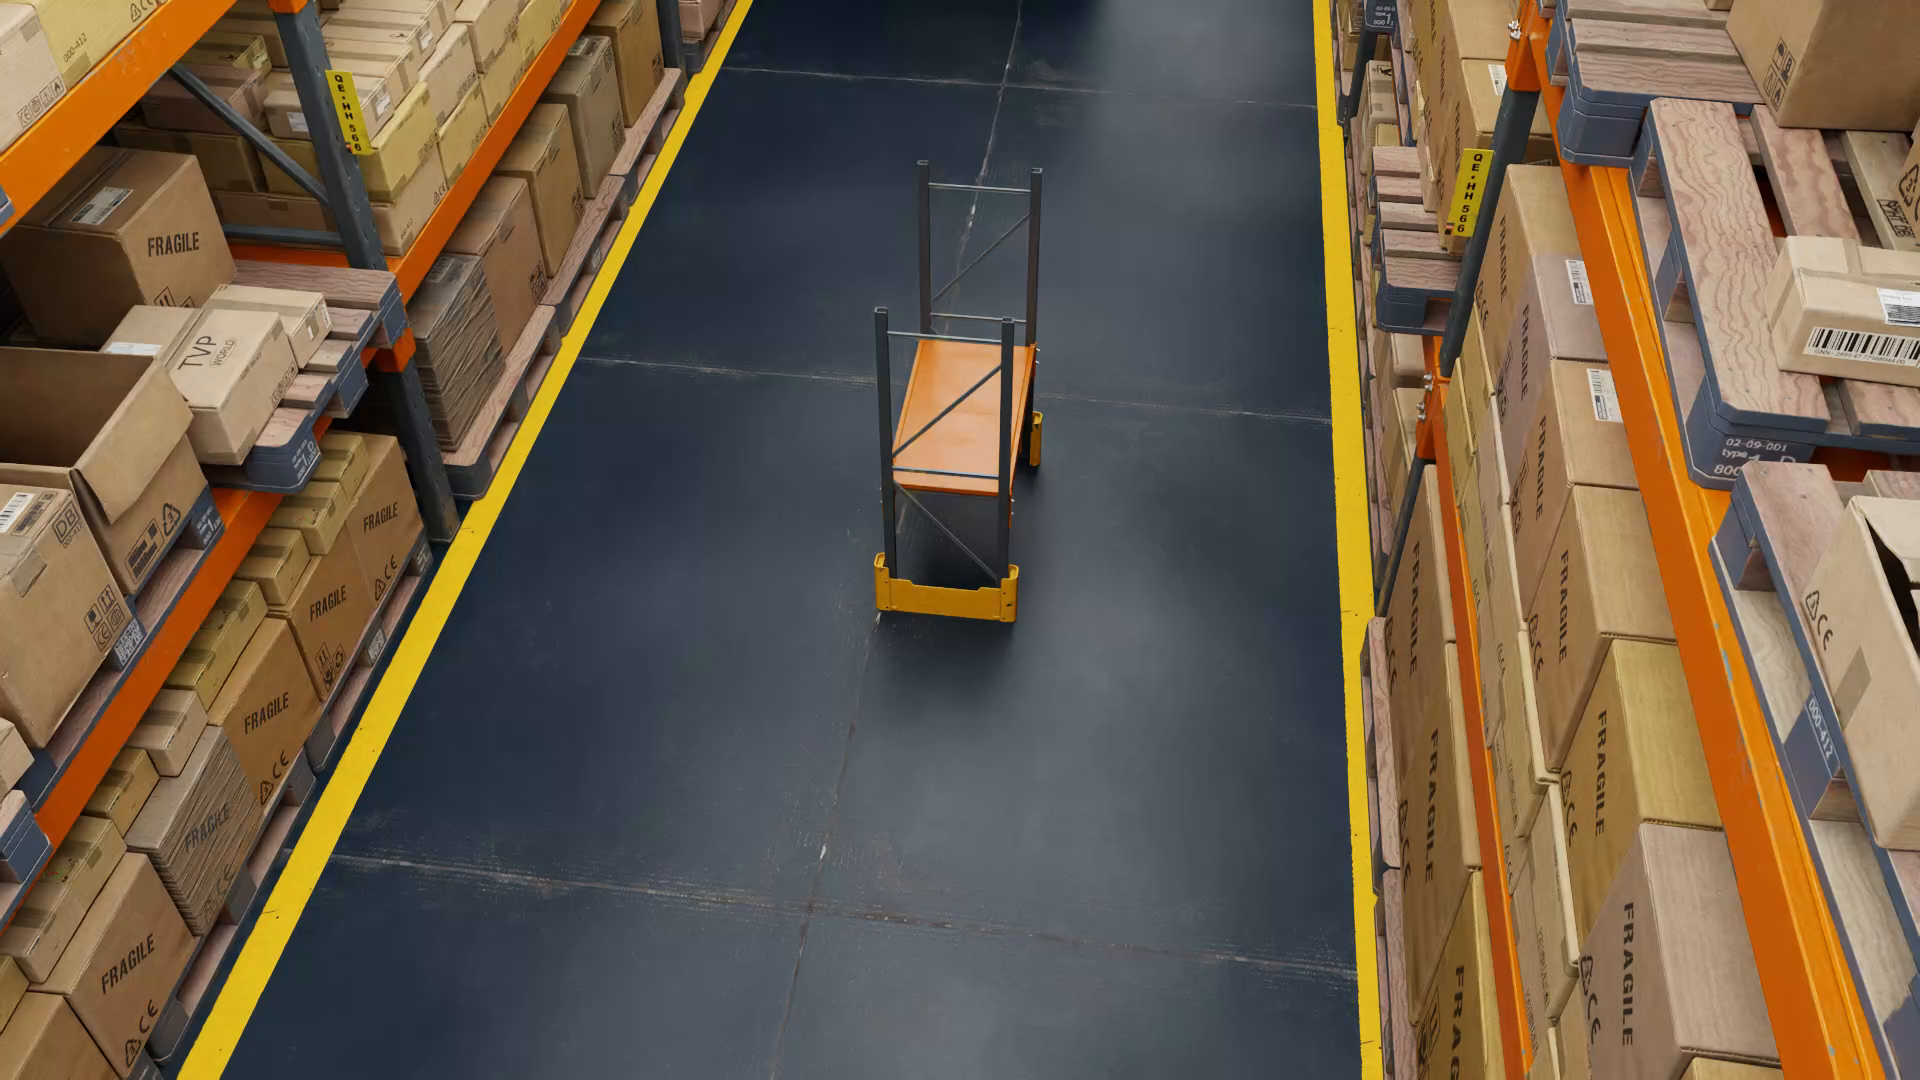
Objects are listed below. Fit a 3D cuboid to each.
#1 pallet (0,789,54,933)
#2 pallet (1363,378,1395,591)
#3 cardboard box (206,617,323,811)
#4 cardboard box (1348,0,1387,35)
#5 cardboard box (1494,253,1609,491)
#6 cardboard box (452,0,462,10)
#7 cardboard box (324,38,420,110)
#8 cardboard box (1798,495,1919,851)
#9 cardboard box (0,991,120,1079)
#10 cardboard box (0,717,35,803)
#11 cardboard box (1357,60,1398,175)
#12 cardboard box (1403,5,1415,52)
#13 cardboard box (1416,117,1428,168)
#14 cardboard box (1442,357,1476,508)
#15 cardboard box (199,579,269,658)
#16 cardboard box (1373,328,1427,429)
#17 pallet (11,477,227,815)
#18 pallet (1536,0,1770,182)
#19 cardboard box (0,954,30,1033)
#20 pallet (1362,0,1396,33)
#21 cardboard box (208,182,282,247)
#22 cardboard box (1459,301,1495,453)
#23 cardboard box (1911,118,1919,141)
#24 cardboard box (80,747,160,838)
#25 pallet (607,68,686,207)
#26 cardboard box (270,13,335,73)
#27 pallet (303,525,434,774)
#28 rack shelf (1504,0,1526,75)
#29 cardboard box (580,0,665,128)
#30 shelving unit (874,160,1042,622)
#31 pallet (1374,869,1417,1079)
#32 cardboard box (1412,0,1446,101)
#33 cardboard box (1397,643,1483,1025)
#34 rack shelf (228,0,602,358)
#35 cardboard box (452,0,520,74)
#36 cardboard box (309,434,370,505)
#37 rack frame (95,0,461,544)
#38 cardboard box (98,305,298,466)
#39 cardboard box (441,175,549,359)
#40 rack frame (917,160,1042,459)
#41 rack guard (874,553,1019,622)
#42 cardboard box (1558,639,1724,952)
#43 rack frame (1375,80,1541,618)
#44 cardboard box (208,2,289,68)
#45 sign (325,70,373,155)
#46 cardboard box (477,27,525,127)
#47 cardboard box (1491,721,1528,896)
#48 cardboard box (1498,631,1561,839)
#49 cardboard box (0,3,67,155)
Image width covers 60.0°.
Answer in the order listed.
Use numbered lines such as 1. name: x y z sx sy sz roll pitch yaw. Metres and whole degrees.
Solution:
1. pallet: -3.014 1.103 4.043 1.003 0.211 1.213 5 44 6
2. pallet: 2.327 -0.230 7.339 1.003 0.211 1.213 5 44 6
3. cardboard box: -2.685 0.602 5.946 0.500 0.500 0.500 7 44 7
4. cardboard box: 2.563 -3.290 9.692 0.500 0.500 0.500 5 44 5
5. cardboard box: 1.858 -0.456 4.750 0.500 0.500 0.500 5 44 6
6. cardboard box: -2.296 -2.333 6.988 0.380 0.149 0.250 6 44 6
7. cardboard box: -2.331 -1.803 6.428 0.380 0.149 0.250 6 44 6
8. cardboard box: 1.601 0.187 2.448 0.500 0.311 0.500 5 44 6
9. cardboard box: -2.880 1.650 4.838 0.500 0.500 0.500 5 44 5
10. cardboard box: -2.663 0.552 4.278 0.396 0.266 0.258 7 44 8
11. cardboard box: 2.684 -2.276 9.078 0.950 0.372 0.625 6 44 6
12. cardboard box: 2.165 -2.263 7.336 0.380 0.149 0.250 7 44 7
13. cardboard box: 2.026 -1.552 6.584 0.380 0.149 0.250 3 44 4
14. cardboard box: 1.908 -0.345 5.541 0.500 0.250 0.500 5 44 5
15. cardboard box: -2.677 0.261 5.834 0.380 0.149 0.250 6 44 7
16. cardboard box: 2.396 -0.796 7.515 0.950 0.372 0.625 4 44 5
17. pallet: -2.951 0.237 4.957 1.003 0.211 1.213 5 44 6
18. pallet: 2.189 -1.287 4.383 1.213 0.211 1.003 7 44 7
19. cardboard box: -2.911 1.307 4.728 0.380 0.149 0.250 5 44 5
20. pallet: 2.506 -2.858 8.227 1.003 0.211 1.213 5 44 6
21. cardboard box: -2.893 -1.433 6.691 0.500 0.250 0.500 4 44 5
22. cardboard box: 1.910 -0.514 5.357 0.500 0.250 0.500 5 44 5
23. cardboard box: 2.387 -0.932 3.663 0.396 0.266 0.258 4 44 4
24. cardboard box: -2.799 0.785 5.280 0.380 0.149 0.250 5 44 6
25. pallet: -2.229 -2.366 9.595 1.003 0.211 1.213 5 44 6
26. cardboard box: -2.849 -1.965 6.890 0.500 0.250 0.500 6 44 6
27. pallet: -2.835 0.360 6.717 1.003 0.211 1.213 5 44 6
28. rack shelf: 2.486 -2.901 6.473 1.077 0.370 4.000 5 44 6
29. cardboard box: -2.228 -2.818 9.466 0.875 0.625 0.625 7 44 7
30. shelving unit: 0.010 -0.597 6.789 0.587 1.500 1.083 5 44 6
31. pallet: 1.879 1.662 5.341 1.003 0.211 1.213 5 44 6
32. cardboard box: 2.130 -2.039 6.627 0.500 0.500 0.500 3 43 3
33. cardboard box: 1.926 0.980 5.273 0.875 0.875 0.875 6 44 6
34. rack shelf: -2.434 -2.260 7.979 1.077 0.370 4.000 5 44 6
35. cardboard box: -2.243 -2.262 7.203 0.500 0.250 0.500 4 44 4
36. cardboard box: -2.513 -0.279 6.404 0.380 0.149 0.250 3 44 3
37. rack frame: -2.699 -1.158 6.292 1.000 3.000 0.127 5 44 6
38. cardboard box: -2.517 -0.508 5.408 0.500 0.250 0.500 3 44 4
39. cardboard box: -2.524 -1.318 7.882 0.875 0.625 0.625 7 44 7
40. rack frame: 0.078 -0.949 7.162 0.500 1.500 0.032 5 44 6
41. rack guard: -0.056 0.197 6.860 0.587 0.250 0.087 5 44 6
42. cardboard box: 1.651 0.593 3.642 0.500 0.500 0.500 6 44 7
43. rack frame: 2.222 -0.710 5.818 1.000 3.000 0.127 5 44 6
44. cardboard box: -2.838 -2.030 6.667 0.380 0.149 0.250 5 44 5
45. sign: -2.160 -1.507 5.876 0.100 0.325 0.005 5 44 6
46. cardboard box: -2.265 -2.078 7.372 0.500 0.250 0.500 4 44 4
47. cardboard box: 1.721 0.701 4.437 0.500 0.250 0.500 5 44 6
48. cardboard box: 1.682 0.521 4.263 0.500 0.250 0.500 6 44 6
49. cardboard box: -2.658 -1.138 4.197 0.500 0.250 0.500 5 44 6
